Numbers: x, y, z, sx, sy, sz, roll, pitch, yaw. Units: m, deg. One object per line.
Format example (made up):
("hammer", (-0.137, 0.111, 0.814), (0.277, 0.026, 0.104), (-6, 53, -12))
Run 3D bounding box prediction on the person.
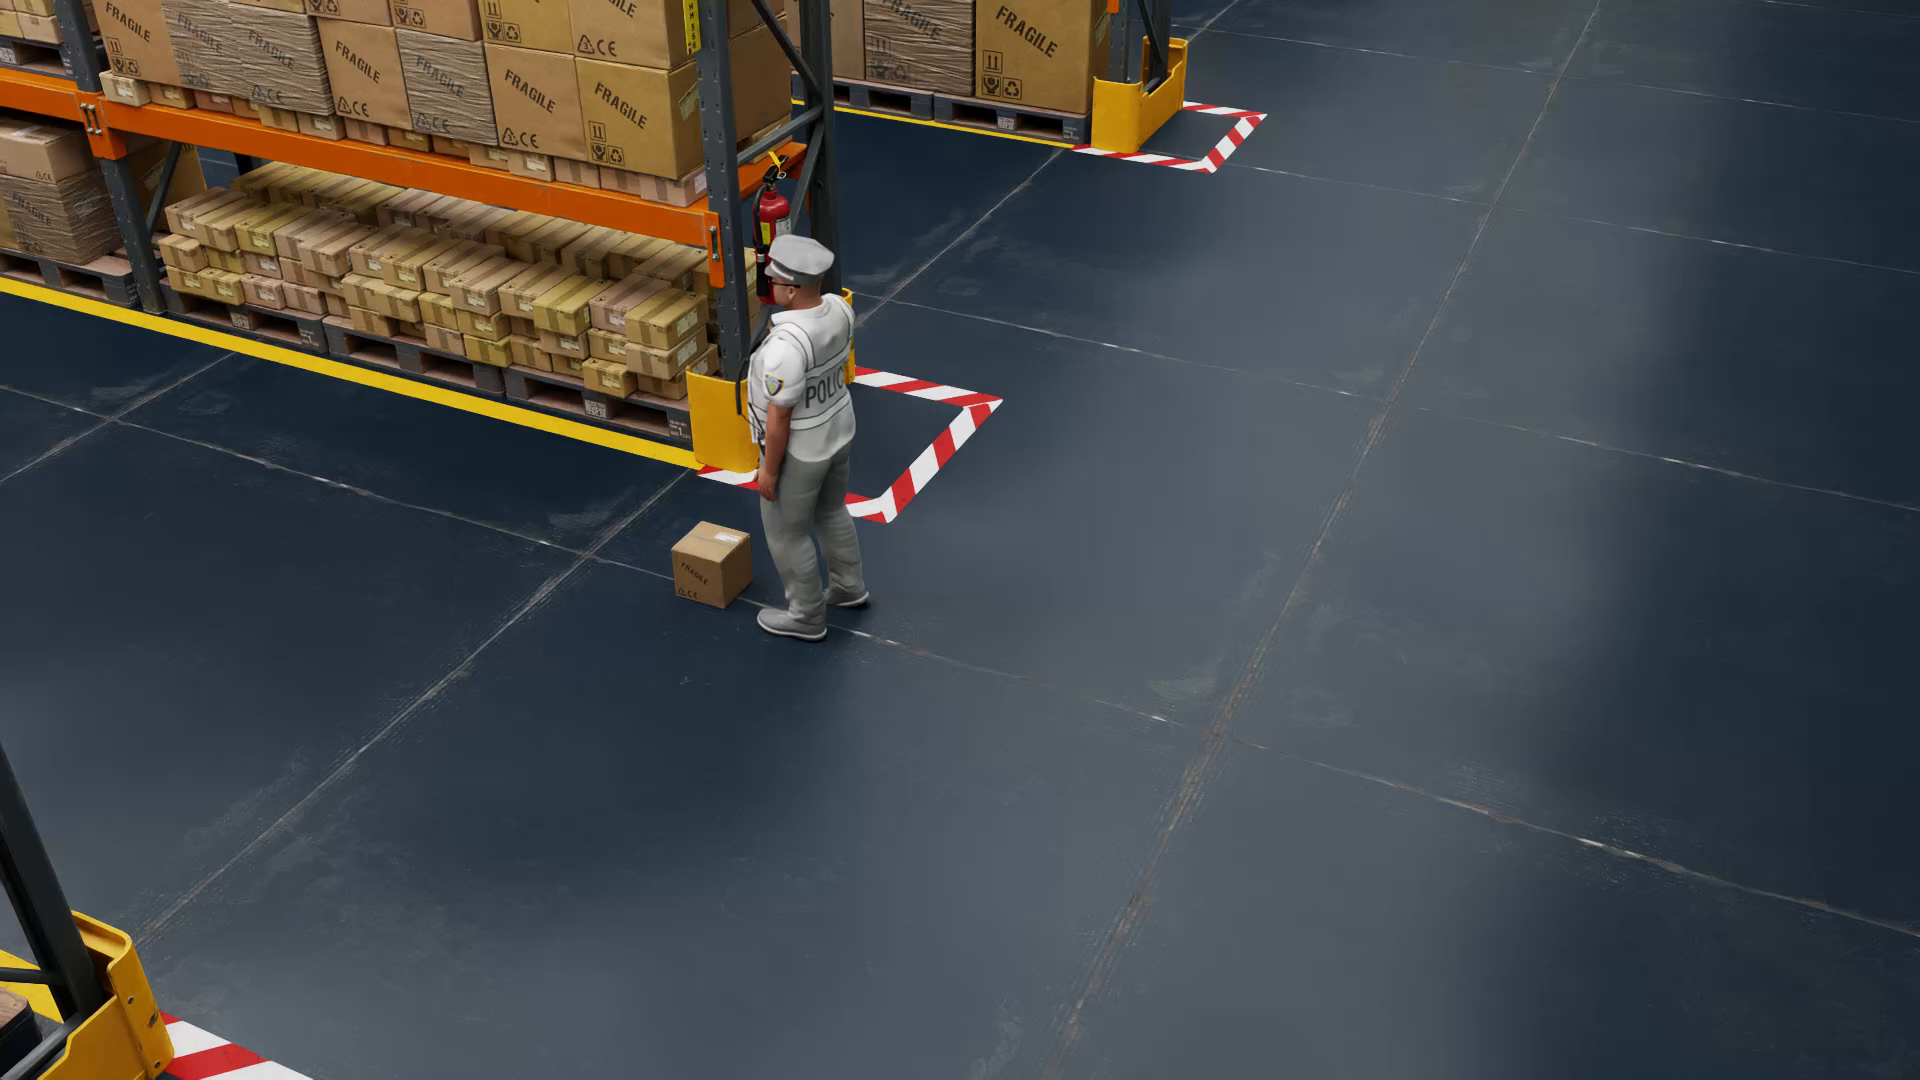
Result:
("person", (-0.647, -0.373, 6.738), (0.390, 1.815, 0.530), (15, 36, 21))
